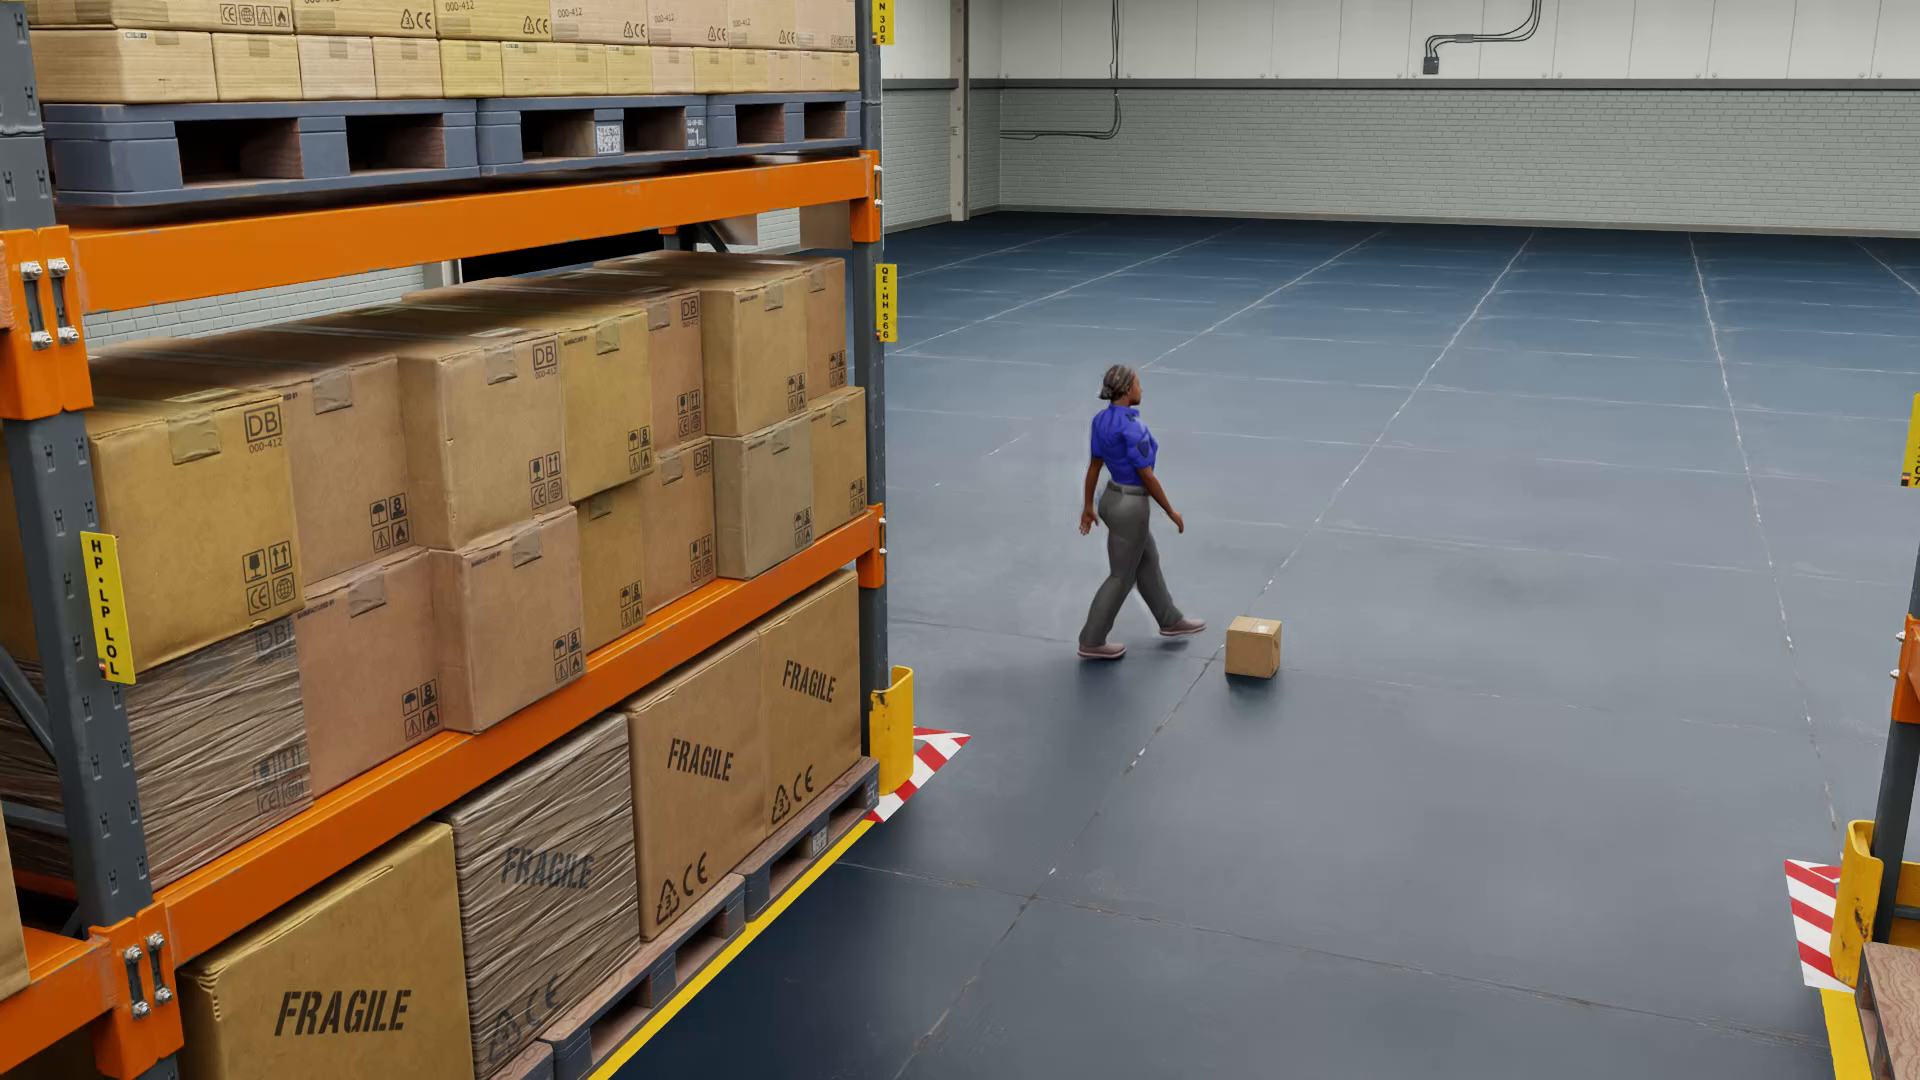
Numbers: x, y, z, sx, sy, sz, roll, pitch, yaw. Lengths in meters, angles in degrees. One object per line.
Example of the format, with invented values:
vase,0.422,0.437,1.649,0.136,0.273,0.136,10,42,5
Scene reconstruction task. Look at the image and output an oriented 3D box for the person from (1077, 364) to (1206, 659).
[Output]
person,1.044,-0.155,9.125,0.844,1.611,0.500,-5,16,-16
